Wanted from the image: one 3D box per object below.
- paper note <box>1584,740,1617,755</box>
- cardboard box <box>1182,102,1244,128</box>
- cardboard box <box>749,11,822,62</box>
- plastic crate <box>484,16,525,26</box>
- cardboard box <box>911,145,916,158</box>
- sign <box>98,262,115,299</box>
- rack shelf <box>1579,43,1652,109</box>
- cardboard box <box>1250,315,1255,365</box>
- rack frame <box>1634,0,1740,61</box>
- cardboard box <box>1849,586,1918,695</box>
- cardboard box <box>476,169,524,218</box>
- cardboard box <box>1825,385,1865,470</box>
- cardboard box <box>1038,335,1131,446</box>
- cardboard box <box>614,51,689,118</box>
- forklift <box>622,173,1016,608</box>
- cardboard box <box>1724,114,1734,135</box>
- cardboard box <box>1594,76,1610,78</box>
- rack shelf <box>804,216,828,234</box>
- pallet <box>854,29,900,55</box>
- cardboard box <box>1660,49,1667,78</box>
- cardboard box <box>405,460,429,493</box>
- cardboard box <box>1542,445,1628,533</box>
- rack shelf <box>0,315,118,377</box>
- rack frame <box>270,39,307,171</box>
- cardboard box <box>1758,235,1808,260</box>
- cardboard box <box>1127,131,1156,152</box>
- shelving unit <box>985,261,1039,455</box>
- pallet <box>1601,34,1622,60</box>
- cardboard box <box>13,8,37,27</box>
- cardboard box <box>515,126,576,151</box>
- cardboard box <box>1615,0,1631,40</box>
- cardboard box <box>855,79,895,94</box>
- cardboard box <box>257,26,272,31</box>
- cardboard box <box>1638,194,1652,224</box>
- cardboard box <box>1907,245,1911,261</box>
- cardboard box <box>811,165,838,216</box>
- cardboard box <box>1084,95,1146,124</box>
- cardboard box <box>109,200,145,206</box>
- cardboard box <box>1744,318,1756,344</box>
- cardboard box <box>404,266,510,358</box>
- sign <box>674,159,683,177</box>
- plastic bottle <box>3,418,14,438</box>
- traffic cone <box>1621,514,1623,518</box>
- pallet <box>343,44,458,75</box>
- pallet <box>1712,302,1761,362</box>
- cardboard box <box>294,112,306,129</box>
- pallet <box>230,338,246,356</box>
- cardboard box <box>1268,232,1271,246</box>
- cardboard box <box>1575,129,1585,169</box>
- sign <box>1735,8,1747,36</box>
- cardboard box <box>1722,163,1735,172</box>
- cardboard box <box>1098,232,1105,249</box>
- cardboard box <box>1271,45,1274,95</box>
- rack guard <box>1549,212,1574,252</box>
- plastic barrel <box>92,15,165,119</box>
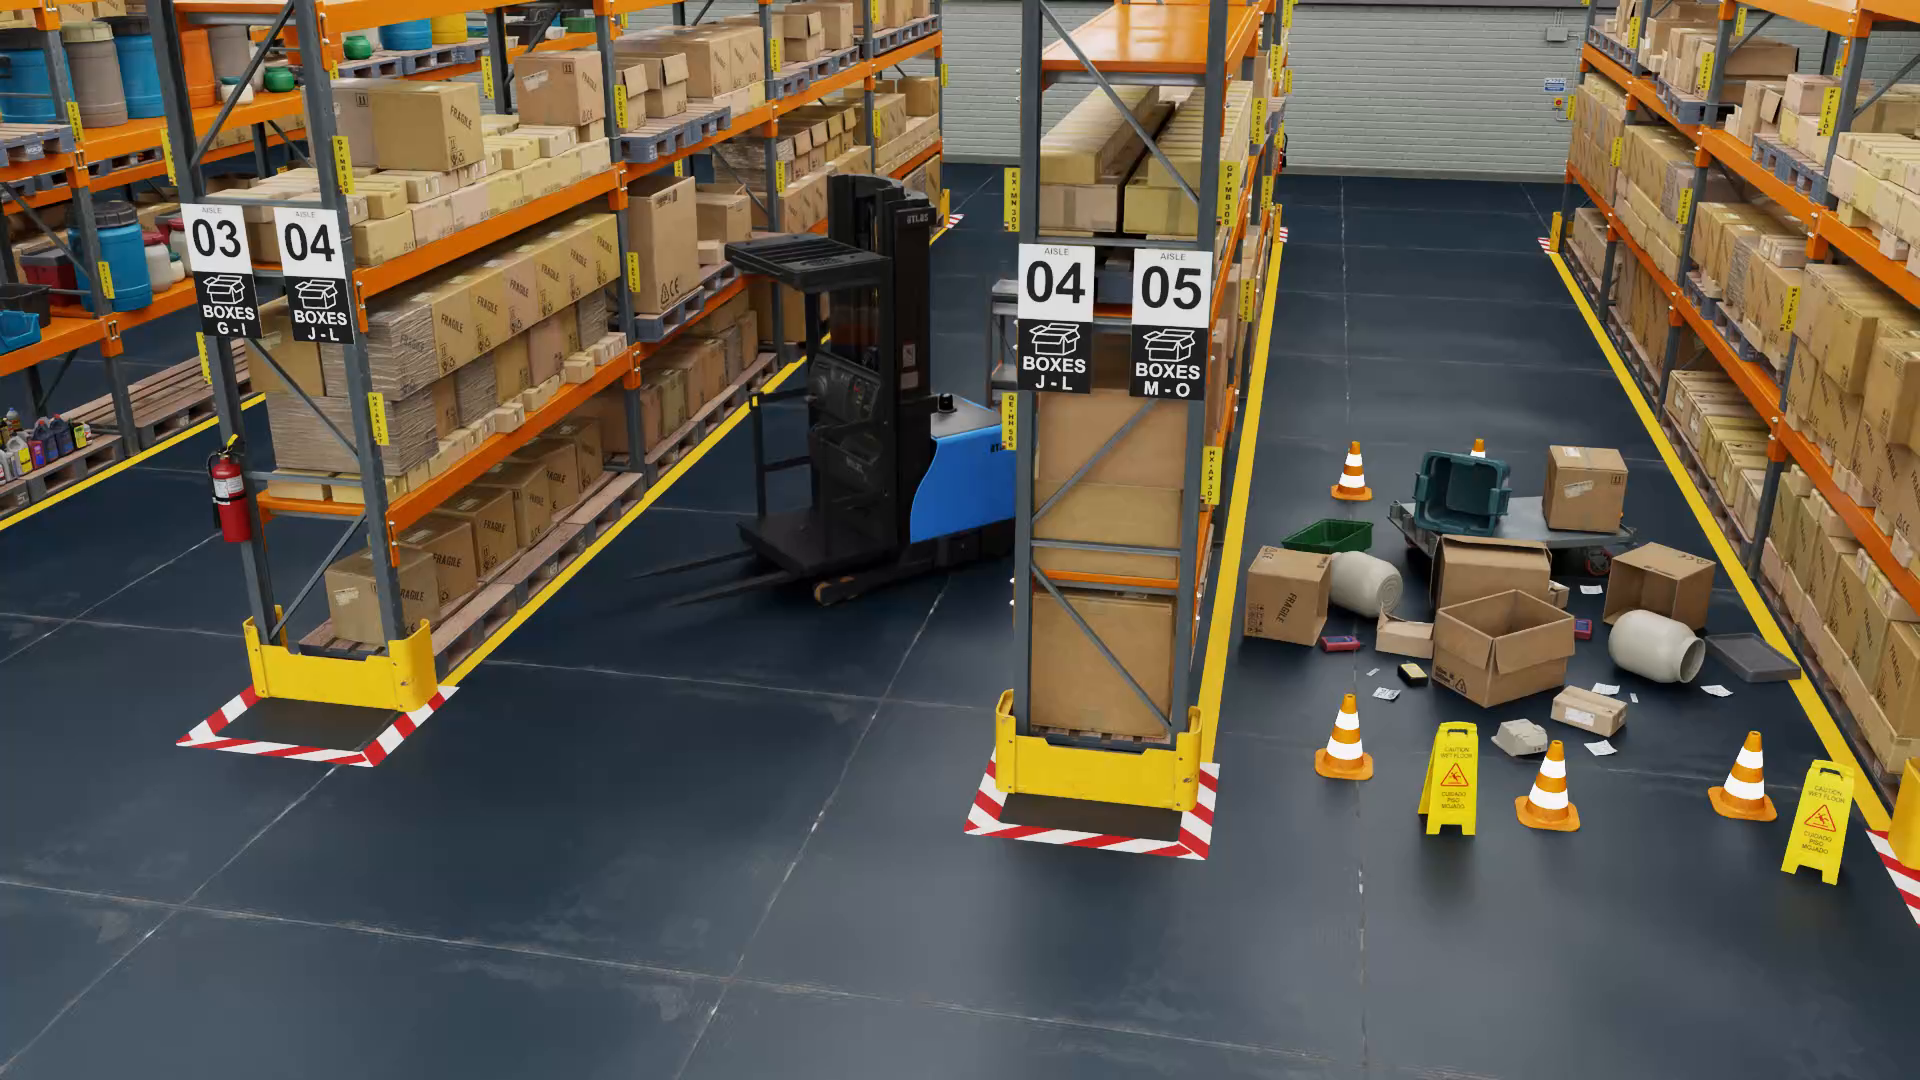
[{"bbox_3d":[3.919,1.268,10.165,0.148,0.019,0.142,-3,22,-8],"label":"paper note"},{"bbox_3d":[1.603,-2.682,10.555,0.380,0.149,0.250,4,22,10],"label":"cardboard box"},{"bbox_3d":[-1.999,-5.676,18.716,0.797,0.503,0.637,4,22,10],"label":"cardboard box"},{"bbox_3d":[-6.365,-7.146,23.225,0.437,0.282,0.530,4,22,11],"label":"plastic crate"},{"bbox_3d":[-0.825,-5.388,23.053,0.380,0.149,0.250,5,22,12],"label":"cardboard box"},{"bbox_3d":[-7.523,-2.290,14.655,0.100,0.325,0.005,4,22,11],"label":"sign"},{"bbox_3d":[8.531,-5.790,20.662,1.077,0.370,4.000,4,22,11],"label":"rack shelf"},{"bbox_3d":[2.834,-2.153,17.468,0.500,0.500,0.500,4,22,9],"label":"cardboard box"},{"bbox_3d":[8.123,-6.783,18.151,1.000,3.000,0.127,4,22,11],"label":"rack frame"},{"bbox_3d":[5.686,0.617,9.922,0.500,0.500,0.500,5,23,13],"label":"cardboard box"},{"bbox_3d":[-3.370,-2.407,11.499,0.500,0.250,0.500,5,22,13],"label":"cardboard box"},{"bbox_3d":[5.933,-0.752,10.673,0.500,0.500,0.500,4,22,10],"label":"cardboard box"},{"bbox_3d":[0.943,-0.864,9.837,0.875,0.550,0.550,4,22,11],"label":"cardboard box"},{"bbox_3d":[-2.827,-3.973,14.489,0.797,0.503,0.637,5,23,13],"label":"cardboard box"},{"bbox_3d":[-1.028,-1.107,12.178,3.031,2.935,1.130,-14,26,-32],"label":"forklift"},{"bbox_3d":[7.076,-3.710,14.872,0.380,0.149,0.250,4,22,11],"label":"cardboard box"},{"bbox_3d":[8.612,-6.065,22.056,0.380,0.149,0.250,5,22,12],"label":"cardboard box"},{"bbox_3d":[-1.987,-3.691,19.466,1.077,0.370,4.000,4,22,11],"label":"rack shelf"},{"bbox_3d":[-1.401,-6.405,21.345,1.003,0.211,1.213,4,22,11],"label":"pallet"},{"bbox_3d":[7.407,-4.883,17.065,0.396,0.266,0.258,6,23,15],"label":"cardboard box"},{"bbox_3d":[-3.666,-0.427,10.735,0.380,0.149,0.250,4,22,11],"label":"cardboard box"},{"bbox_3d":[4.742,-0.391,12.643,0.500,0.500,0.500,4,22,11],"label":"cardboard box"},{"bbox_3d":[-8.468,-1.143,13.139,1.077,0.370,4.000,4,22,11],"label":"rack shelf"},{"bbox_3d":[-10.459,-6.976,26.659,1.000,3.000,0.127,4,22,11],"label":"rack frame"},{"bbox_3d":[6.524,-2.296,13.077,0.380,0.149,0.250,4,22,9],"label":"cardboard box"},{"bbox_3d":[0.944,-2.404,10.400,0.500,0.250,0.500,5,22,11],"label":"cardboard box"},{"bbox_3d":[0.464,-1.140,13.373,0.431,2.100,0.503,5,23,13],"label":"shelving unit"},{"bbox_3d":[8.551,-6.094,20.574,1.003,0.211,1.213,4,22,11],"label":"pallet"},{"bbox_3d":[-11.720,-6.525,20.695,0.600,0.600,0.600,4,22,9],"label":"cardboard box"},{"bbox_3d":[-3.105,-3.007,12.457,0.380,0.149,0.250,3,22,8],"label":"cardboard box"},{"bbox_3d":[8.381,-6.417,20.426,0.500,0.500,0.500,5,22,12],"label":"cardboard box"},{"bbox_3d":[-1.227,-6.297,23.774,0.500,0.500,0.500,4,22,10],"label":"cardboard box"},{"bbox_3d":[-10.508,-7.724,24.701,0.500,0.250,0.500,4,22,11],"label":"cardboard box"},{"bbox_3d":[7.448,-3.463,17.469,0.500,0.250,0.500,4,22,9],"label":"cardboard box"},{"bbox_3d":[5.871,-1.690,9.855,0.380,0.149,0.250,5,22,11],"label":"cardboard box"},{"bbox_3d":[-1.721,-4.056,19.275,0.500,0.500,0.500,5,22,11],"label":"cardboard box"},{"bbox_3d":[1.011,-2.821,10.901,0.380,0.149,0.250,5,22,11],"label":"cardboard box"},{"bbox_3d":[-11.613,-4.399,23.018,0.500,0.500,0.500,3,22,8],"label":"cardboard box"},{"bbox_3d":[6.462,-1.648,13.204,0.380,0.149,0.250,5,22,11],"label":"cardboard box"},{"bbox_3d":[-3.439,-1.561,11.345,0.500,0.500,0.500,4,22,11],"label":"cardboard box"},{"bbox_3d":[-2.939,-3.871,17.401,0.100,0.325,0.005,4,22,11],"label":"sign"},{"bbox_3d":[-8.575,-0.994,14.963,0.097,0.201,0.097,0,22,0],"label":"plastic bottle"},{"bbox_3d":[5.373,-0.458,13.872,0.336,0.463,0.334,4,22,11],"label":"traffic cone"},{"bbox_3d":[-6.720,-5.728,19.799,1.003,0.211,1.213,4,22,11],"label":"pallet"},{"bbox_3d":[6.943,-1.722,13.870,1.003,0.211,1.213,4,22,11],"label":"pallet"},{"bbox_3d":[-10.387,-6.647,25.710,0.500,0.500,0.500,5,22,11],"label":"cardboard box"},{"bbox_3d":[-7.440,-2.097,18.278,1.003,0.211,1.213,4,22,11],"label":"pallet"},{"bbox_3d":[3.947,-4.024,22.185,0.380,0.149,0.250,5,22,11],"label":"cardboard box"},{"bbox_3d":[8.484,-5.169,22.040,0.500,0.500,0.500,4,22,10],"label":"cardboard box"},{"bbox_3d":[8.656,-5.740,18.462,0.100,0.325,0.005,4,22,11],"label":"sign"},{"bbox_3d":[7.739,-3.392,16.288,0.500,0.500,0.500,5,22,11],"label":"cardboard box"},{"bbox_3d":[0.596,-1.708,9.204,0.380,0.149,0.250,5,22,11],"label":"cardboard box"},{"bbox_3d":[3.009,-4.871,17.284,0.500,0.500,0.500,4,22,11],"label":"cardboard box"},{"bbox_3d":[8.944,-4.313,23.393,1.175,0.500,0.348,4,22,11],"label":"rack guard"},{"bbox_3d":[-7.902,-4.513,15.857,0.600,0.901,0.708,4,22,11],"label":"plastic barrel"}]
